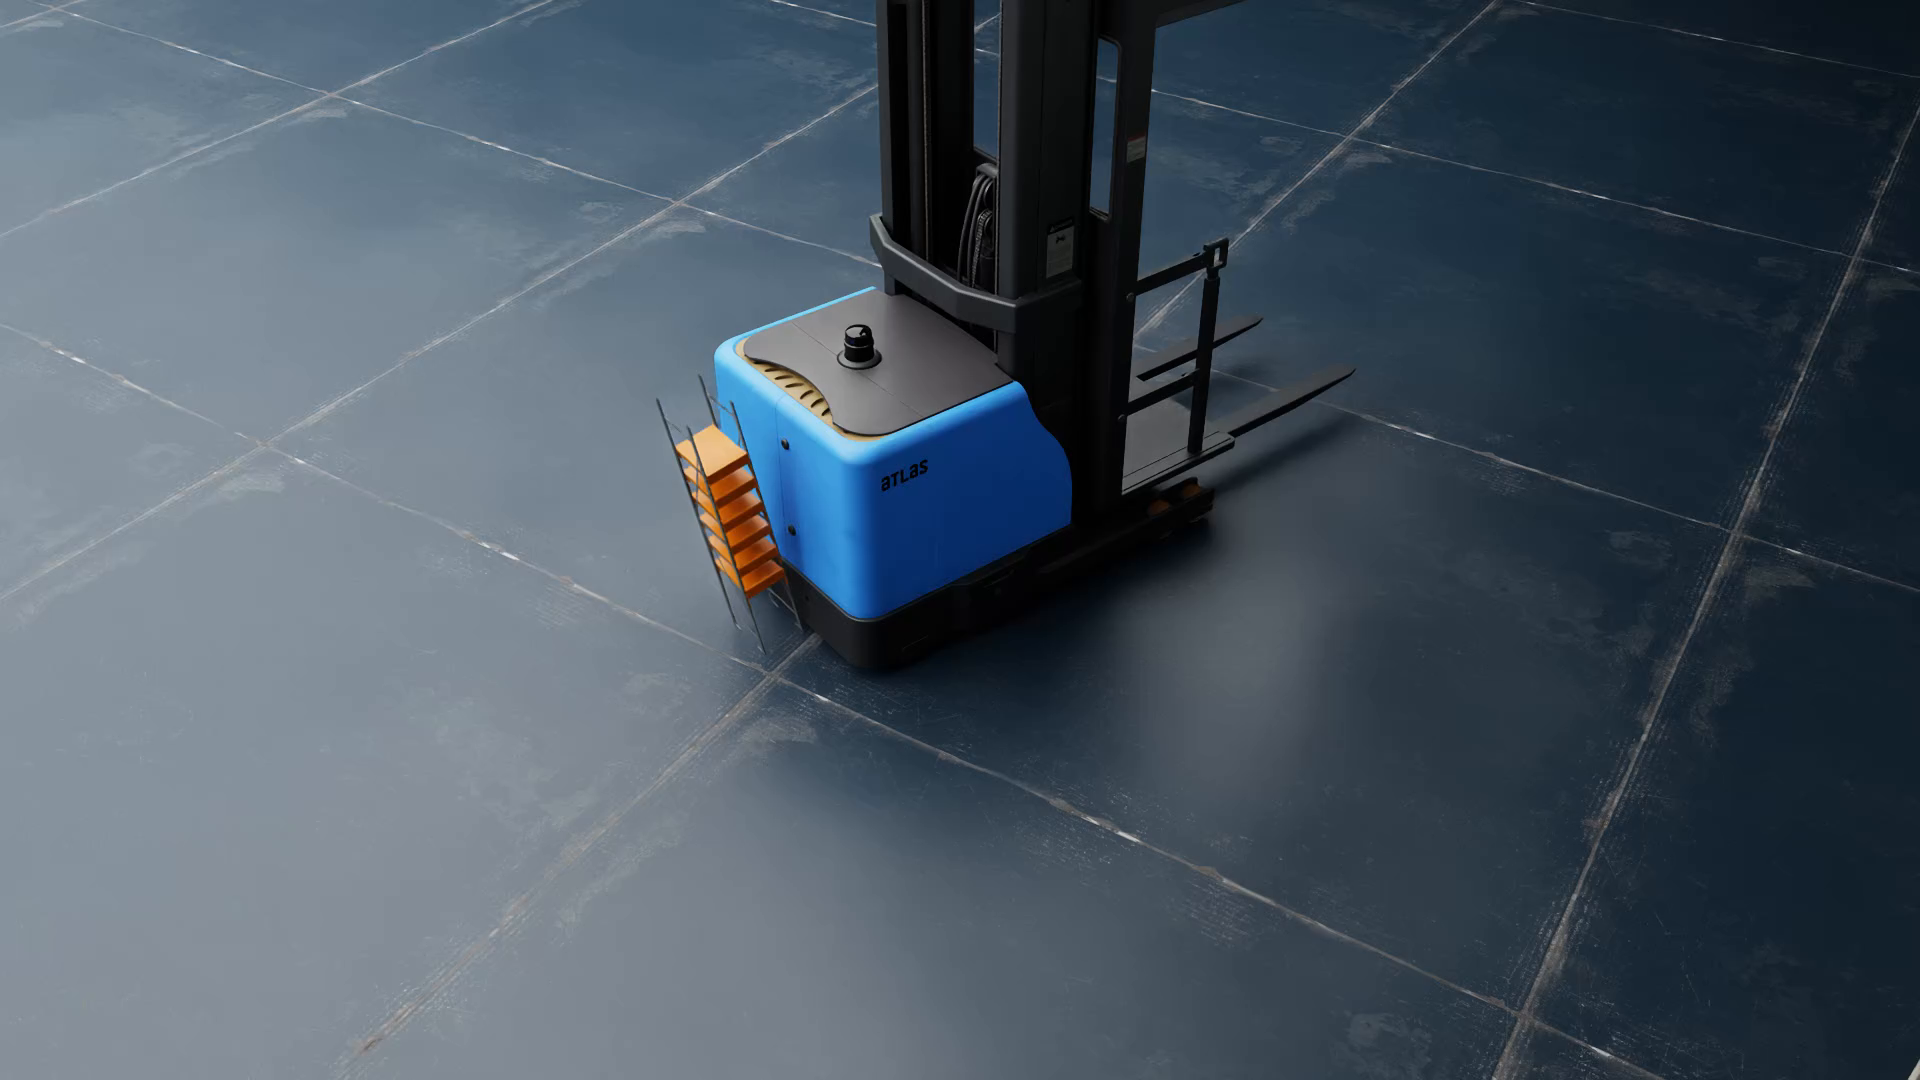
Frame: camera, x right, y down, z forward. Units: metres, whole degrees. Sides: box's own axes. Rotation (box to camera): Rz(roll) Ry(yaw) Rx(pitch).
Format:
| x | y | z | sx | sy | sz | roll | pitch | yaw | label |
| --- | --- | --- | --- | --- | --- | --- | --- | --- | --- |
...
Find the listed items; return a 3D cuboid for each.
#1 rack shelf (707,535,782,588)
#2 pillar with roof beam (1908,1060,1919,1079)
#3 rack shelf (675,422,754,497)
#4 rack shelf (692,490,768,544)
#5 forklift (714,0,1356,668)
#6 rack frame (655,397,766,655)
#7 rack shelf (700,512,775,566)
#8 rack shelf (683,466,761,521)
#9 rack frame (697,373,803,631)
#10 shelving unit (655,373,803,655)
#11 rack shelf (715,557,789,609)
| x | y | z | sx | sy | sz | roll | pitch | yaw | label |
| --- | --- | --- | --- | --- | --- | --- | --- | --- | --- |
| -0.842 | 0.043 | 6.463 | 0.180 | 0.103 | 0.258 | -33 | 48 | -21 | rack shelf |
| -0.849 | -3.071 | 3.864 | 9.100 | 9.000 | 0.400 | 21 | 42 | 25 | pillar with roof beam |
| -0.911 | -0.298 | 6.133 | 0.180 | 0.103 | 0.258 | -33 | 48 | -21 | rack shelf |
| -0.876 | -0.127 | 6.298 | 0.180 | 0.103 | 0.258 | -33 | 48 | -21 | rack shelf |
| 0.497 | -1.398 | 6.662 | 3.031 | 2.935 | 1.130 | -25 | 44 | -29 | forklift |
| -0.937 | -0.027 | 6.316 | 0.006 | 1.200 | 0.240 | -33 | 48 | -21 | rack frame |
| -0.859 | -0.042 | 6.380 | 0.180 | 0.103 | 0.258 | -33 | 48 | -21 | rack shelf |
| -0.894 | -0.213 | 6.215 | 0.180 | 0.103 | 0.258 | -33 | 48 | -21 | rack shelf |
| -0.794 | -0.120 | 6.383 | 0.006 | 1.200 | 0.240 | -33 | 48 | -21 | rack frame |
| -0.865 | -0.074 | 6.350 | 0.189 | 1.200 | 0.258 | -33 | 48 | -21 | shelving unit |
| -0.824 | 0.129 | 6.545 | 0.180 | 0.103 | 0.258 | -33 | 48 | -21 | rack shelf |
